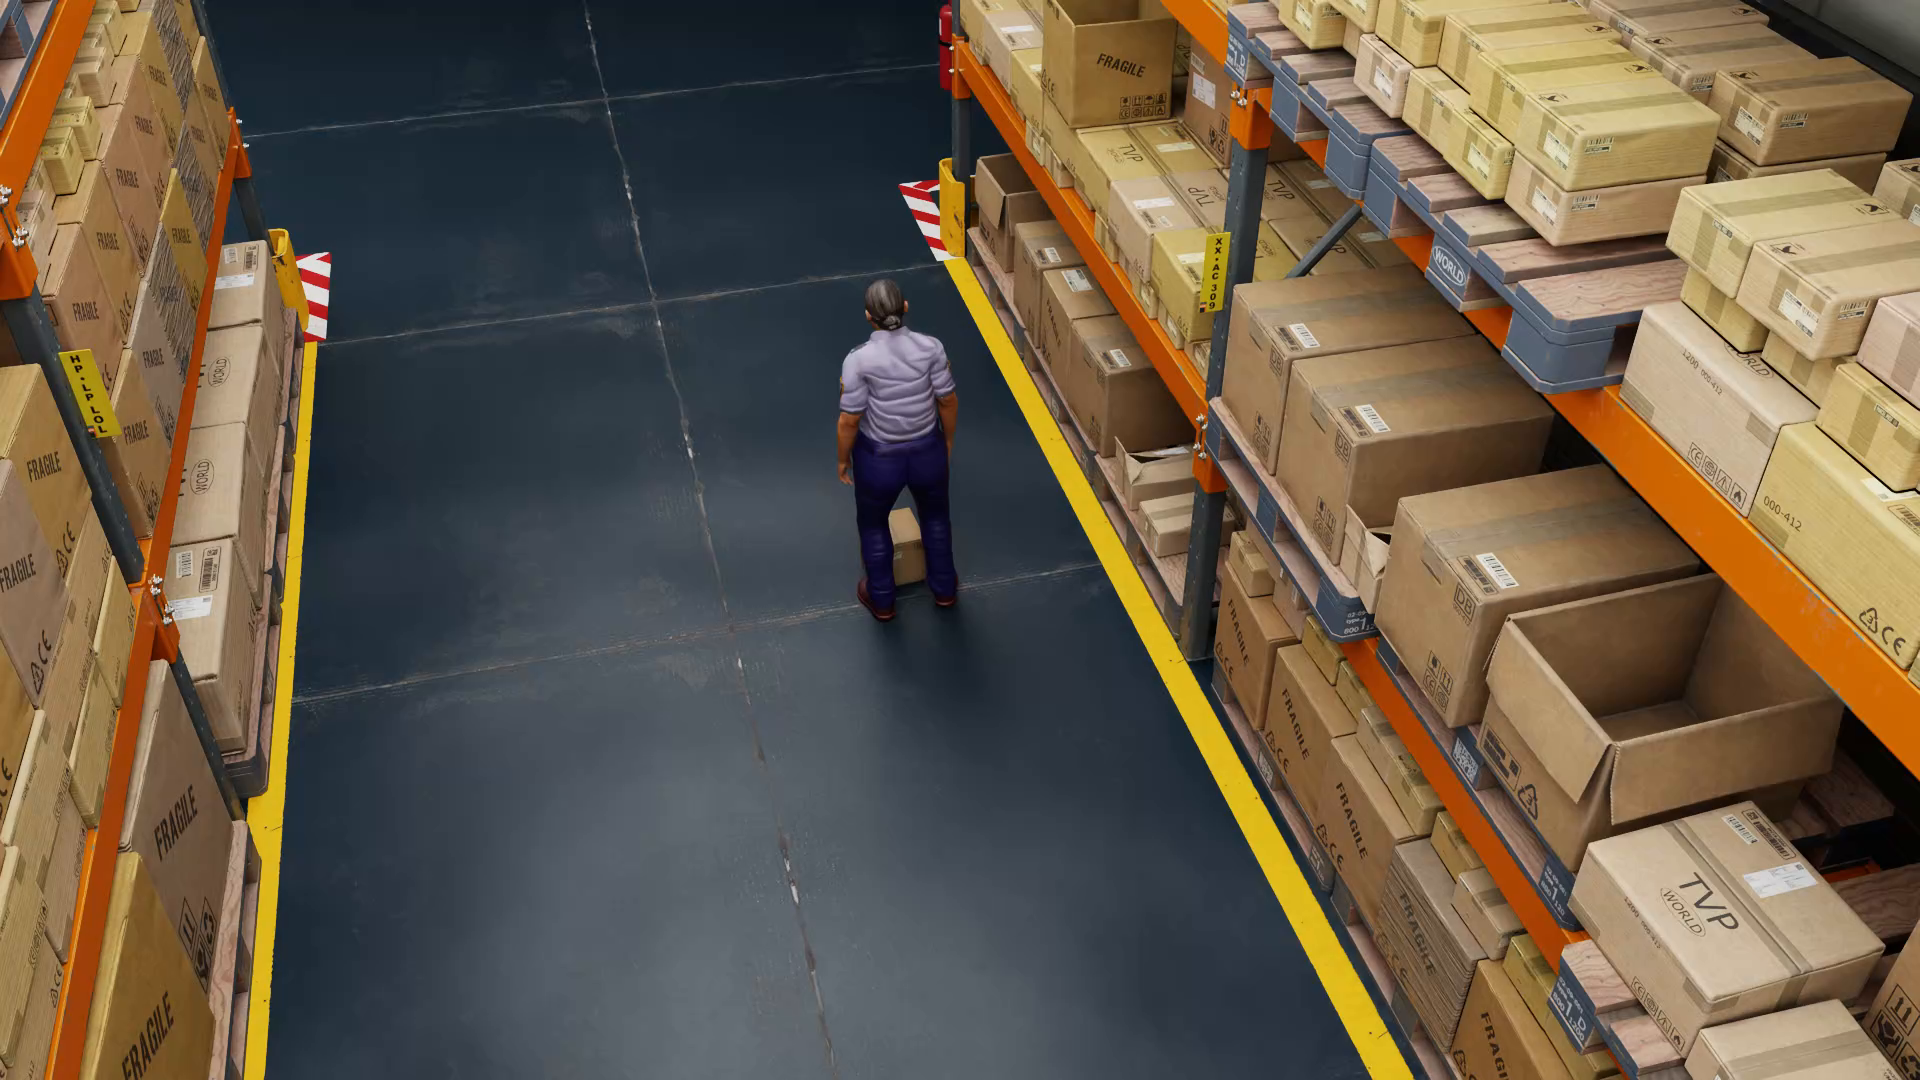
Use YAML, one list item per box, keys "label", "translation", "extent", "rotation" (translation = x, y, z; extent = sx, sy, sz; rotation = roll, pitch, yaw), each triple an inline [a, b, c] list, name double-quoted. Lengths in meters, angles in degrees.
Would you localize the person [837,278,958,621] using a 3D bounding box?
- label: "person"
  translation: [-0.258, -0.370, 7.197]
  extent: [0.563, 1.638, 0.327]
  rotation: [-11, 40, -14]
